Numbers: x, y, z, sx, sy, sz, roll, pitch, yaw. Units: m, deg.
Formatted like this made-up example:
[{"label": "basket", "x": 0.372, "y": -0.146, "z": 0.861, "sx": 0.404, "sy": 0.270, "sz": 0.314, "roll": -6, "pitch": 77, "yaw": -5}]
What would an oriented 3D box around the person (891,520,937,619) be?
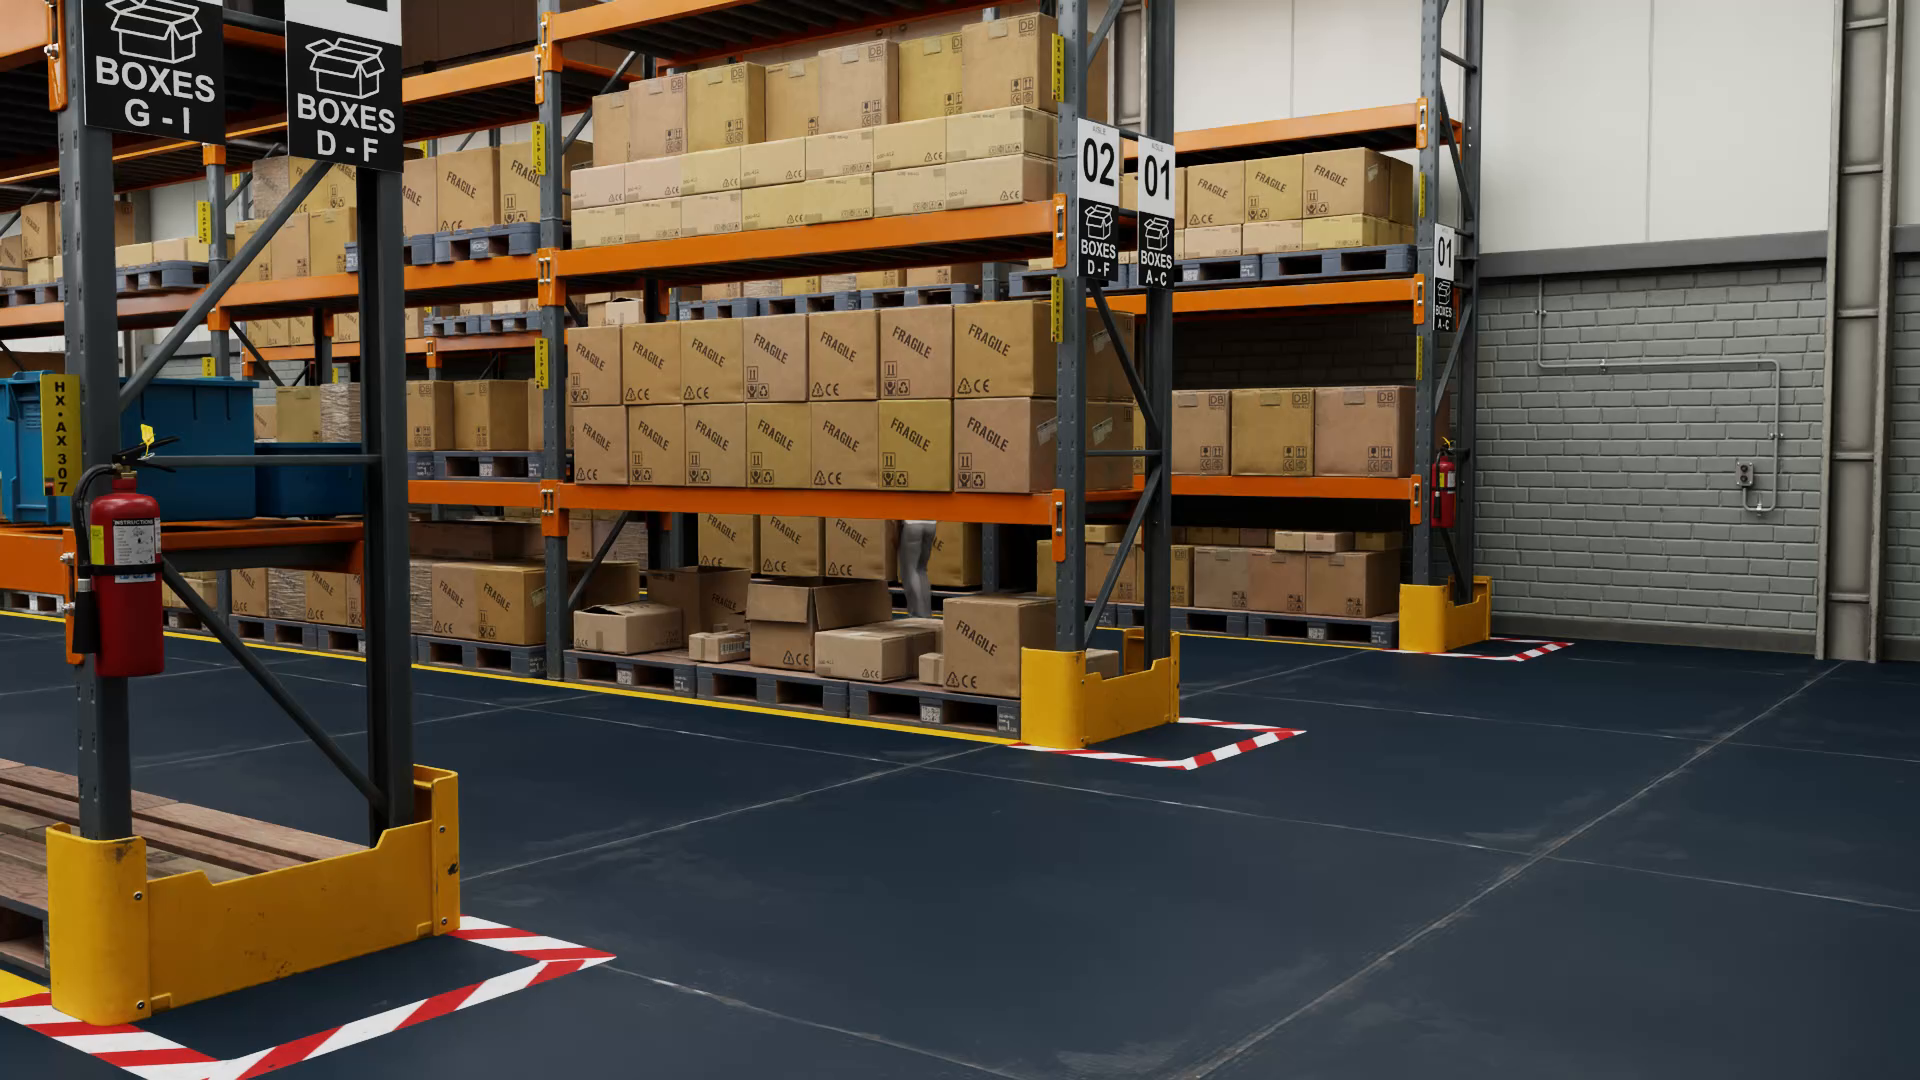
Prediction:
[{"label": "person", "x": -0.390, "y": -0.075, "z": 14.090, "sx": 0.386, "sy": 1.700, "sz": 0.445, "roll": 3, "pitch": 4, "yaw": 38}]
